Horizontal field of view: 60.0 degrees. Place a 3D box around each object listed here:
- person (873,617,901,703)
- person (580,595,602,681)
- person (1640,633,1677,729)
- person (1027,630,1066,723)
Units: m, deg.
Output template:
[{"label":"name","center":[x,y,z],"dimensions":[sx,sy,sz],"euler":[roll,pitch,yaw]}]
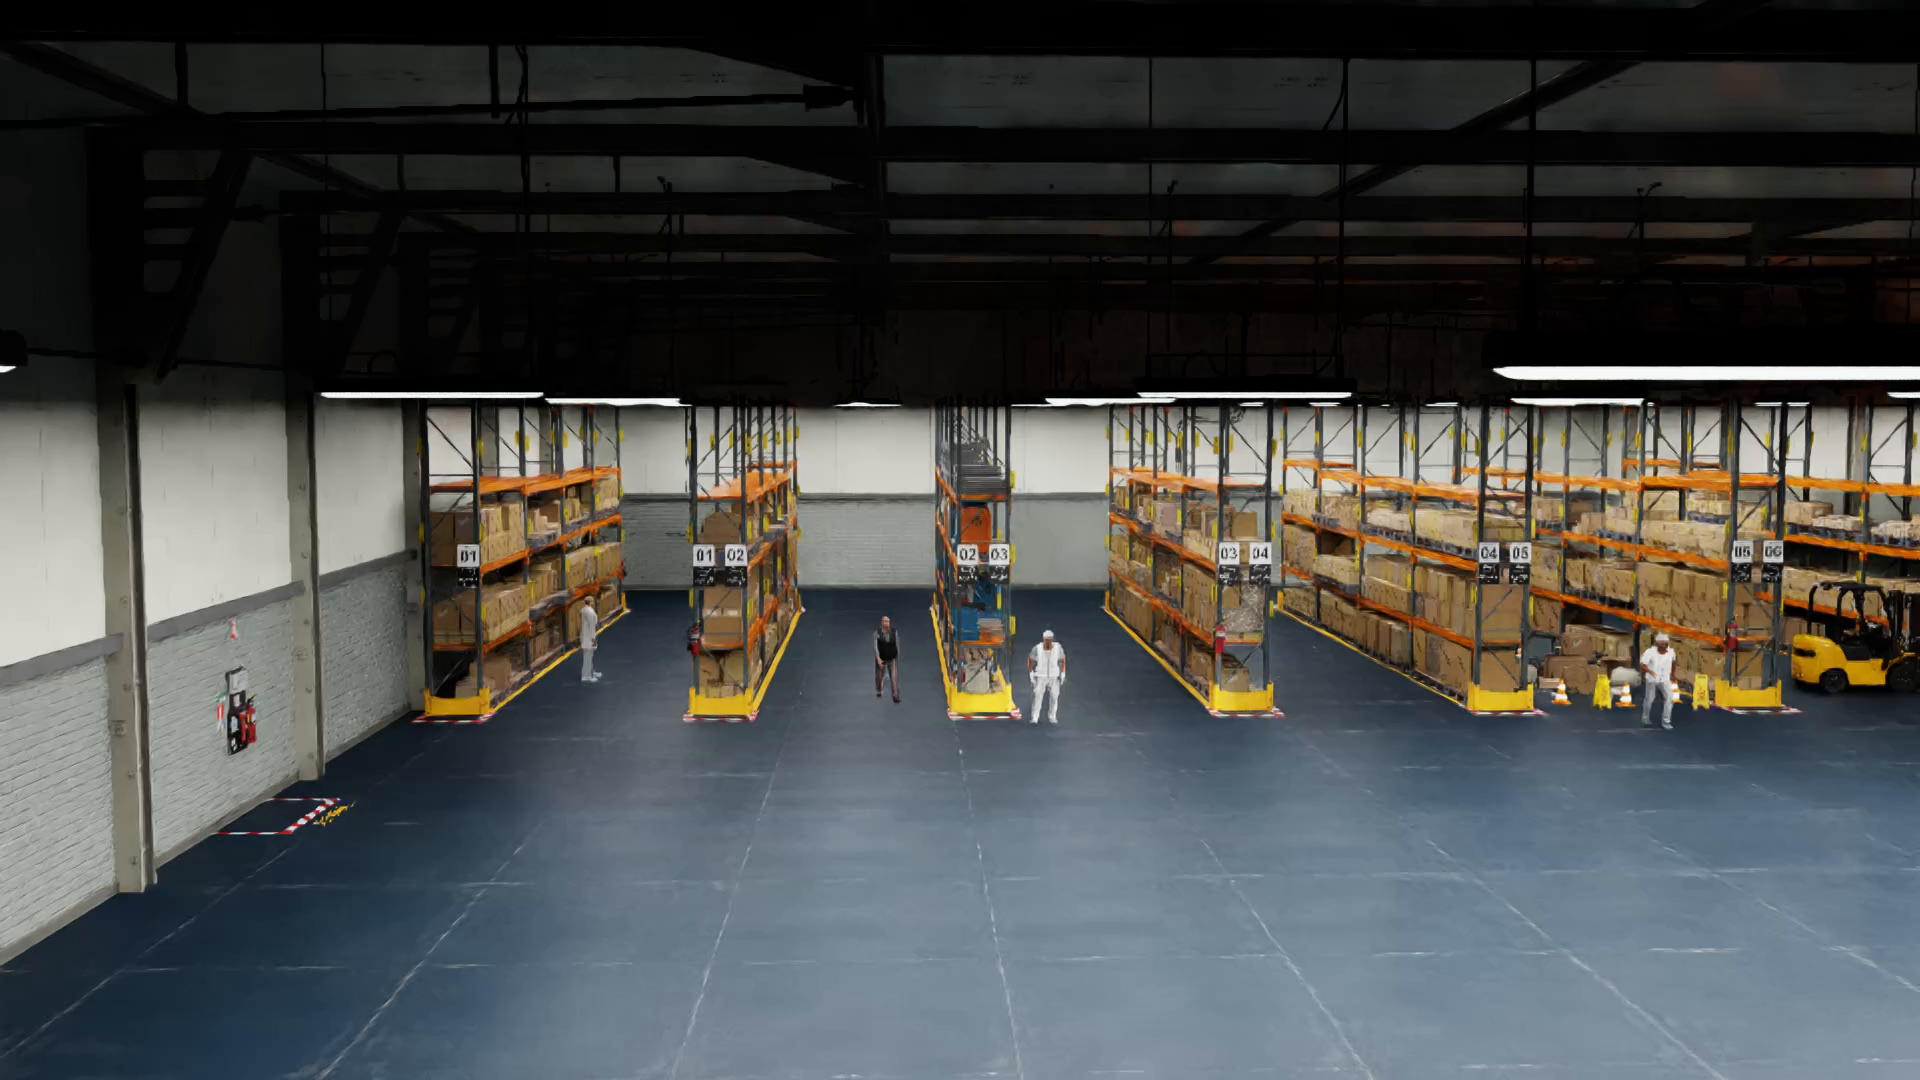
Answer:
[{"label":"person","center":[-1.453,2.323,32.547],"dimensions":[0.538,1.664,1.029],"euler":[-1,5,-11]},{"label":"person","center":[-7.773,2.056,35.068],"dimensions":[0.522,1.787,0.654],"euler":[-2,5,-28]},{"label":"person","center":[12.603,2.513,29.976],"dimensions":[0.734,1.697,0.856],"euler":[0,5,3]},{"label":"person","center":[1.578,2.483,30.269],"dimensions":[0.702,1.735,0.549],"euler":[0,5,-3]}]
